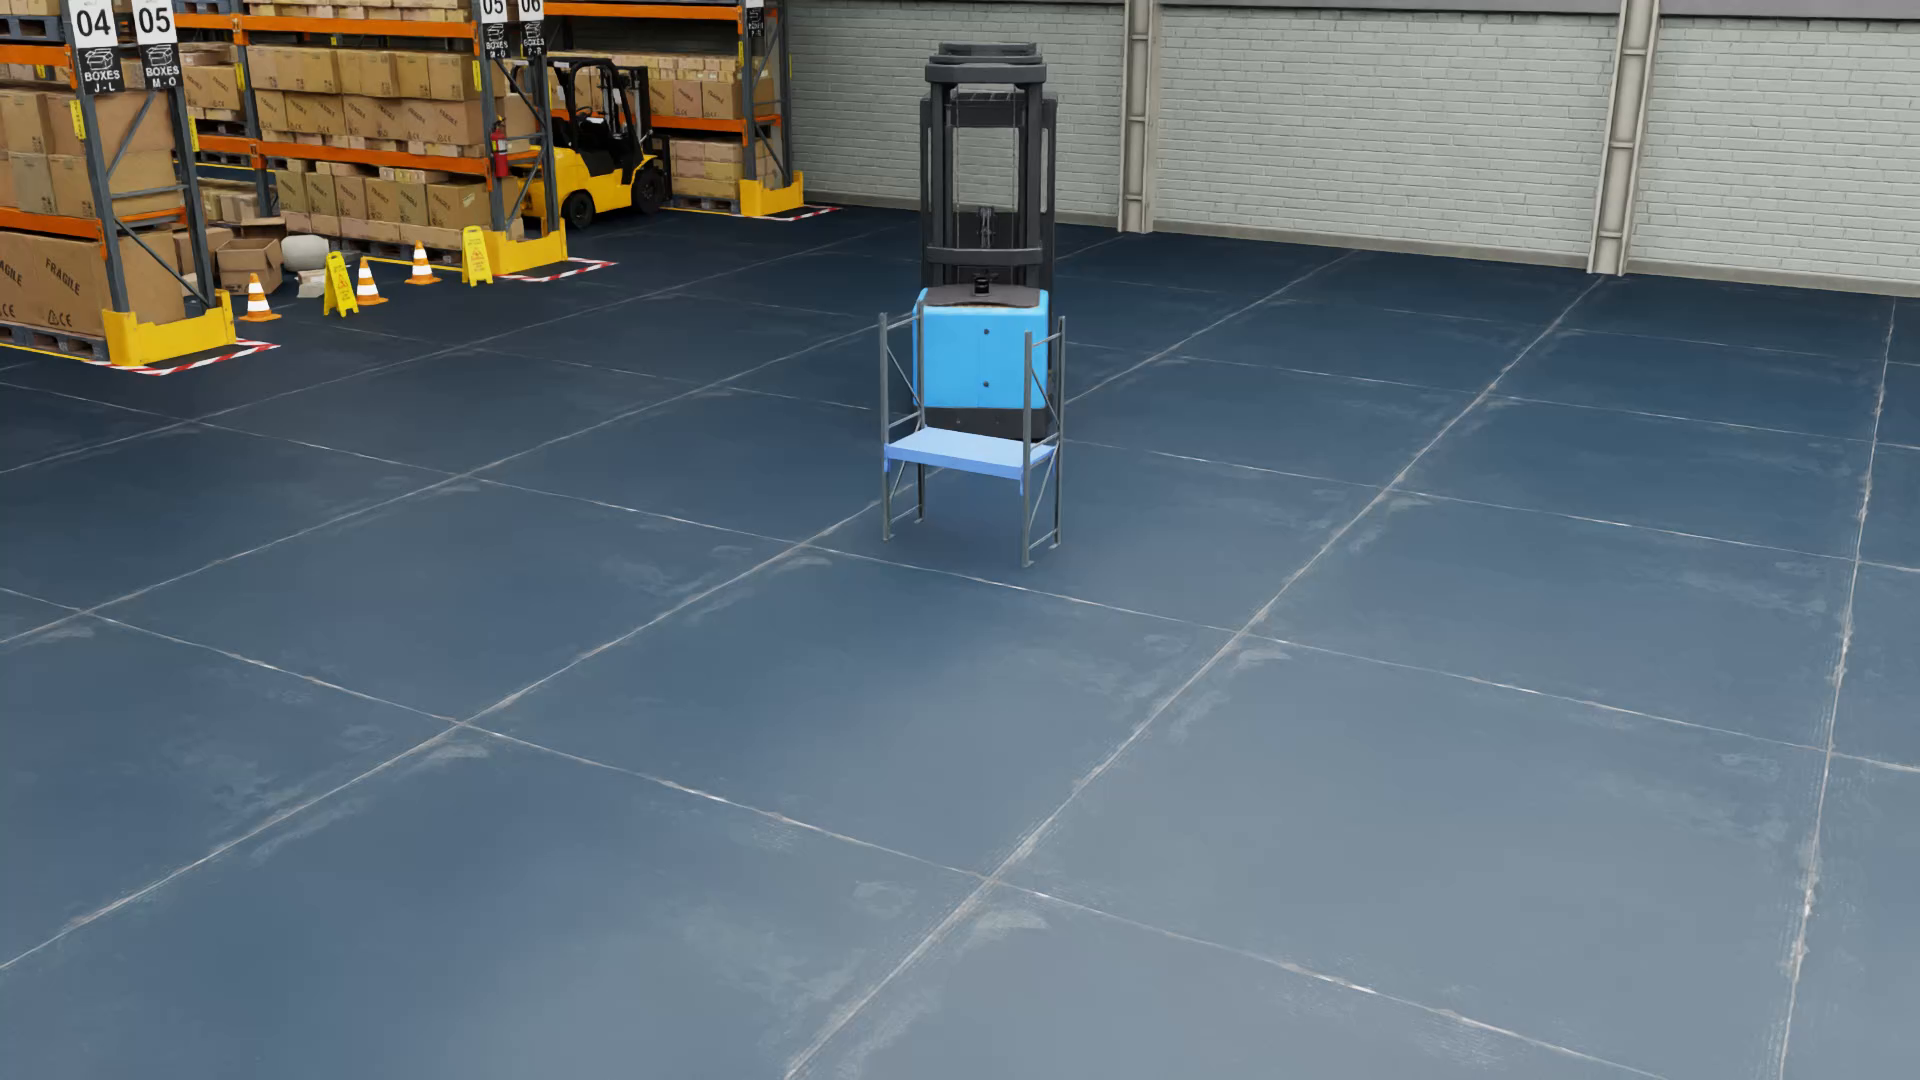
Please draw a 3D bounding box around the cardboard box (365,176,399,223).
[{"bbox_3d":[-6.857,-4.169,20.275,0.500,0.500,0.500,10,22,26],"label":"cardboard box"}]

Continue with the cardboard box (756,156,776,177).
[{"bbox_3d":[-3.028,-5.442,24.153,0.500,0.250,0.500,11,23,28],"label":"cardboard box"}]

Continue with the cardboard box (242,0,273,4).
[{"bbox_3d":[-8.378,-6.674,20.250,0.500,0.250,0.500,10,22,26],"label":"cardboard box"}]

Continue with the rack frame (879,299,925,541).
[{"bbox_3d":[-0.369,-0.775,10.803,0.032,1.500,0.500,11,23,27],"label":"rack frame"}]

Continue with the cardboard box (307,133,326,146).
[{"bbox_3d":[-7.818,-4.970,20.536,0.250,0.149,0.380,12,23,29],"label":"cardboard box"}]

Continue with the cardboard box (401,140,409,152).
[{"bbox_3d":[-6.450,-4.741,19.904,0.250,0.149,0.380,11,23,28],"label":"cardboard box"}]

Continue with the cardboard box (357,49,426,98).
[{"bbox_3d":[-6.622,-5.501,19.583,0.500,0.500,0.700,10,22,27],"label":"cardboard box"}]

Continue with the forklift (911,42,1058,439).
[{"bbox_3d":[0.241,-2.613,13.771,1.130,2.935,3.031,1,20,4],"label":"forklift"}]

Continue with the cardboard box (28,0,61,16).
[{"bbox_3d":[-7.918,-4.684,14.587,0.250,0.149,0.380,11,23,27],"label":"cardboard box"}]

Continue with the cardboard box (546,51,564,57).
[{"bbox_3d":[-6.077,-7.178,24.720,0.250,0.149,0.380,11,23,28],"label":"cardboard box"}]

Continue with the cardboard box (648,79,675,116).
[{"bbox_3d":[-4.172,-6.387,23.928,0.500,0.500,0.500,10,22,26],"label":"cardboard box"}]

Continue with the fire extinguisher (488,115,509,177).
[{"bbox_3d":[-5.261,-4.491,18.962,0.183,0.674,0.296,11,23,27],"label":"fire extinguisher"}]

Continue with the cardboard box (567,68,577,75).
[{"bbox_3d":[-5.593,-6.971,24.585,0.250,0.149,0.380,11,23,27],"label":"cardboard box"}]

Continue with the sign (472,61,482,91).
[{"bbox_3d":[-5.424,-5.215,18.681,0.005,0.325,0.100,11,23,27],"label":"sign"}]

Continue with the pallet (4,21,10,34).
[{"bbox_3d":[-9.184,-4.885,15.664,1.213,0.211,1.003,11,23,27],"label":"pallet"}]

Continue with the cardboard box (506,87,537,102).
[{"bbox_3d":[-6.778,-6.763,25.330,0.500,0.250,0.500,11,23,29],"label":"cardboard box"}]

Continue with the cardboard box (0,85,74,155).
[{"bbox_3d":[-8.292,-3.909,15.439,0.550,0.550,0.875,11,23,27],"label":"cardboard box"}]

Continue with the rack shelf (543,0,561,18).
[{"bbox_3d":[-7.957,-8.232,25.816,4.000,0.370,1.077,11,23,27],"label":"rack shelf"}]

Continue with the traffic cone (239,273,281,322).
[{"bbox_3d":[-7.233,-2.512,17.112,0.334,0.463,0.336,11,23,27],"label":"traffic cone"}]

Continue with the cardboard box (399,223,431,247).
[{"bbox_3d":[-6.422,-3.732,20.170,0.500,0.250,0.500,11,23,27],"label":"cardboard box"}]

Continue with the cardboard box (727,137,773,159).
[{"bbox_3d":[-3.046,-5.673,24.057,0.500,0.250,0.500,10,22,26],"label":"cardboard box"}]

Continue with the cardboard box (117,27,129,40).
[{"bbox_3d":[-15.113,-8.840,29.520,0.500,0.500,0.500,11,23,29],"label":"cardboard box"}]

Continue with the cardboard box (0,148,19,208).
[{"bbox_3d":[-8.727,-3.528,15.972,0.550,0.550,0.875,11,23,27],"label":"cardboard box"}]

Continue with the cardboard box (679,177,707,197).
[{"bbox_3d":[-3.713,-5.137,24.044,0.500,0.250,0.500,11,23,27],"label":"cardboard box"}]

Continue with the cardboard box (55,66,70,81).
[{"bbox_3d":[-11.840,-6.255,22.511,0.500,0.500,0.500,10,22,26],"label":"cardboard box"}]

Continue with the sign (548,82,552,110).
[{"bbox_3d":[-4.872,-5.253,19.677,0.005,0.325,0.100,11,23,27],"label":"sign"}]

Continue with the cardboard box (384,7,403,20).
[{"bbox_3d":[-6.462,-6.127,19.328,0.250,0.149,0.380,11,22,27],"label":"cardboard box"}]

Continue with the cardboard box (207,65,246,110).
[{"bbox_3d":[-9.144,-5.742,21.097,0.500,0.500,0.500,10,22,26],"label":"cardboard box"}]

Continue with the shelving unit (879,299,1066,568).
[{"bbox_3d":[0.074,-0.691,10.570,1.048,1.500,0.538,11,23,27],"label":"shelving unit"}]

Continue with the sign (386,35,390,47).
[{"bbox_3d":[-9.435,-8.203,27.382,0.005,0.325,0.100,11,23,27],"label":"sign"}]

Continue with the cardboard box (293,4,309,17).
[{"bbox_3d":[-7.805,-6.394,20.064,0.250,0.149,0.380,12,23,29],"label":"cardboard box"}]

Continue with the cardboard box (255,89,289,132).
[{"bbox_3d":[-8.380,-5.380,20.715,0.500,0.500,0.500,11,23,27],"label":"cardboard box"}]

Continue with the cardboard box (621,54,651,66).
[{"bbox_3d":[-4.688,-6.951,24.095,0.250,0.149,0.380,11,23,28],"label":"cardboard box"}]

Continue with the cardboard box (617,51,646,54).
[{"bbox_3d":[-4.883,-7.190,24.753,0.250,0.149,0.380,10,22,26],"label":"cardboard box"}]

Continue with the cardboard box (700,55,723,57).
[{"bbox_3d":[-3.566,-6.912,23.988,0.250,0.149,0.380,11,23,28],"label":"cardboard box"}]

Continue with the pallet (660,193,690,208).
[{"bbox_3d":[-4.468,-5.169,24.806,1.213,0.211,1.003,11,23,27],"label":"pallet"}]

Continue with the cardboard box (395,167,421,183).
[{"bbox_3d":[-6.534,-4.386,19.922,0.250,0.149,0.380,11,23,28],"label":"cardboard box"}]

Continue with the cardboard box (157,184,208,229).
[{"bbox_3d":[-9.470,-3.995,20.035,0.500,0.500,0.500,11,23,27],"label":"cardboard box"}]

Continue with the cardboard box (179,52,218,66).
[{"bbox_3d":[-9.749,-6.159,21.295,0.250,0.149,0.380,10,22,26],"label":"cardboard box"}]

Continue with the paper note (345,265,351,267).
[{"bbox_3d":[-7.358,-3.268,19.830,0.148,0.019,0.142,3,20,9],"label":"paper note"}]

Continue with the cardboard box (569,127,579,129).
[{"bbox_3d":[-5.687,-6.178,25.448,0.500,0.250,0.500,11,23,28],"label":"cardboard box"}]

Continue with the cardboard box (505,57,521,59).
[{"bbox_3d":[-6.839,-7.404,25.779,0.250,0.149,0.380,11,23,27],"label":"cardboard box"}]

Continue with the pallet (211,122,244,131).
[{"bbox_3d":[-10.372,-5.607,22.206,1.213,0.211,1.003,11,23,27],"label":"pallet"}]

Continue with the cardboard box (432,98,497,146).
[{"bbox_3d":[-5.744,-4.879,19.334,0.500,0.500,0.500,10,22,26],"label":"cardboard box"}]

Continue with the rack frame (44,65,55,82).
[{"bbox_3d":[-12.120,-6.014,23.047,0.127,3.000,1.000,11,23,27],"label":"rack frame"}]

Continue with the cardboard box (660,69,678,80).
[{"bbox_3d":[-4.059,-6.659,23.724,0.250,0.149,0.380,10,22,26],"label":"cardboard box"}]

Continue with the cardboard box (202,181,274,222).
[{"bbox_3d":[-9.717,-4.516,22.155,0.625,0.372,0.950,12,23,31],"label":"cardboard box"}]

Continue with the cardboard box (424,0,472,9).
[{"bbox_3d":[-5.714,-6.168,18.856,0.500,0.250,0.500,10,22,27],"label":"cardboard box"}]

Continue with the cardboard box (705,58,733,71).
[{"bbox_3d":[-3.365,-6.683,23.355,0.250,0.149,0.380,11,23,27],"label":"cardboard box"}]

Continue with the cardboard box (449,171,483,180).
[{"bbox_3d":[-6.185,-4.247,20.492,0.500,0.500,0.500,10,22,25],"label":"cardboard box"}]

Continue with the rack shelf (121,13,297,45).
[{"bbox_3d":[-10.374,-6.754,21.741,4.000,0.370,1.077,11,23,27],"label":"rack shelf"}]
